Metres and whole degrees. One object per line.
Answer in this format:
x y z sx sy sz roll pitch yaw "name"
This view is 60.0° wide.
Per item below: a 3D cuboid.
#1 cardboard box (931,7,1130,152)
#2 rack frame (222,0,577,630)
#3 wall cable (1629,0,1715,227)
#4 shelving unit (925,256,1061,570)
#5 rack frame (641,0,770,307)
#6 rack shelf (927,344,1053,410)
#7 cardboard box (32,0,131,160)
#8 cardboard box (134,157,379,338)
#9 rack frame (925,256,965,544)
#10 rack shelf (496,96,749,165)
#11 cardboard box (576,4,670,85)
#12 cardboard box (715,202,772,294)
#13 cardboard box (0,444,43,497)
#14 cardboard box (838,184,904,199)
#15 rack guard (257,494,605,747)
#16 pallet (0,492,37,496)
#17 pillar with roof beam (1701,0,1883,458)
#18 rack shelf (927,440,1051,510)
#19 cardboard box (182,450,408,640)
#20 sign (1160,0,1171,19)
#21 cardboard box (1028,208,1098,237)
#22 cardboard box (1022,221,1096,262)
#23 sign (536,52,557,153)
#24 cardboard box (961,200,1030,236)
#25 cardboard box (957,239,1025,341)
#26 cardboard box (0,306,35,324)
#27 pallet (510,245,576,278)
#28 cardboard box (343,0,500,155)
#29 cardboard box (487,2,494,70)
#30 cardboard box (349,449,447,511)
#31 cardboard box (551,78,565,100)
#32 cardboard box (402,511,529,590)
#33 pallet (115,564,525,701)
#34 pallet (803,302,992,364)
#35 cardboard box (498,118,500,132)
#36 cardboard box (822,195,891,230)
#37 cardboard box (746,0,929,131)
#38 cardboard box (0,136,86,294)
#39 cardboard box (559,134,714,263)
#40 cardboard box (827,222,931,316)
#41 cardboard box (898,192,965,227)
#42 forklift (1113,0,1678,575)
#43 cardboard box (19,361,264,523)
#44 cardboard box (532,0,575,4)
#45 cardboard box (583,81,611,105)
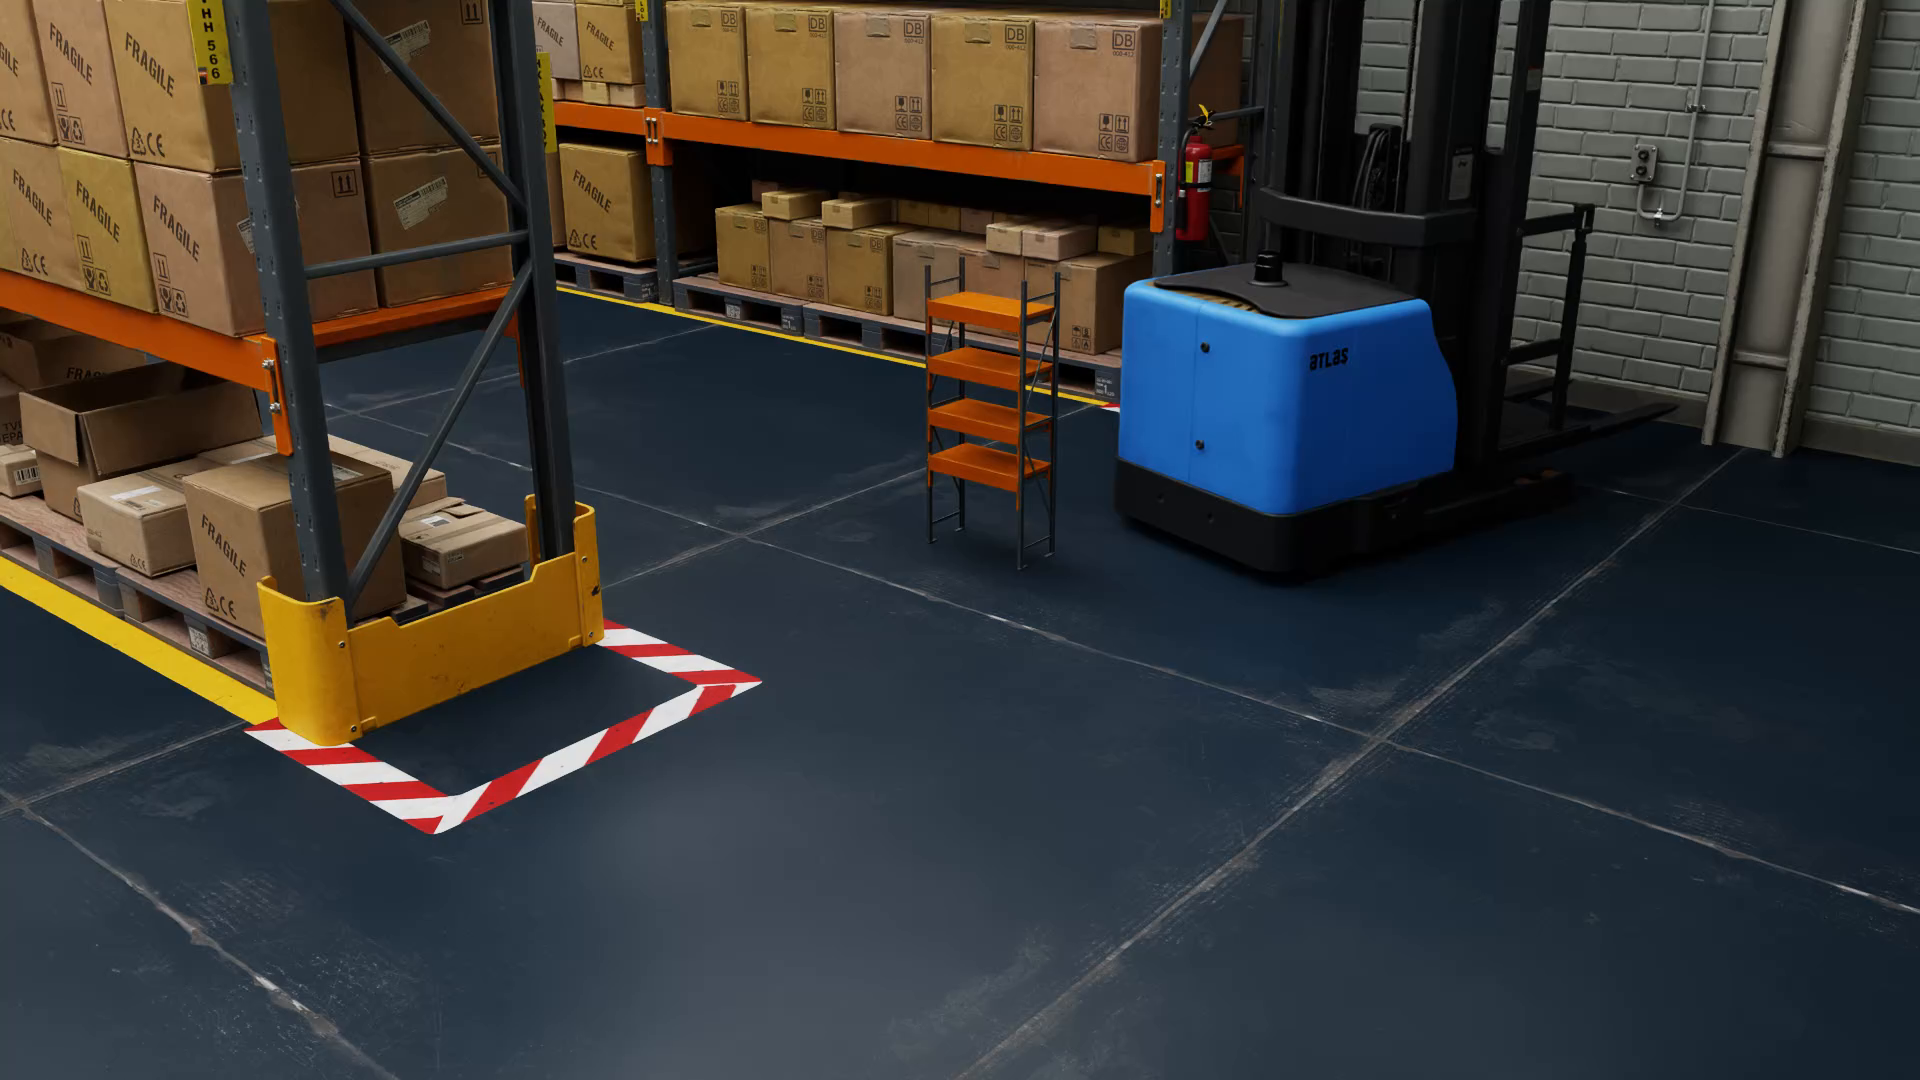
0.413 -2.671 9.574 0.700 0.700 0.980 16 26 36 "cardboard box"
-1.744 -0.905 5.317 0.127 3.000 1.000 16 26 36 "rack frame"
2.975 -2.708 8.659 1.851 1.984 0.084 16 26 36 "wall cable"
0.128 -0.524 6.859 0.503 1.200 0.258 16 26 36 "shelving unit"
-1.714 -3.152 11.276 0.127 3.000 1.000 16 26 36 "rack frame"
0.128 -0.671 6.803 0.480 0.148 0.258 16 26 36 "rack shelf"
-2.655 -1.556 5.485 0.500 0.500 0.500 17 26 38 "cardboard box"
-2.263 -0.977 5.367 0.500 0.500 0.500 17 27 38 "cardboard box"
-0.061 -0.579 7.003 0.015 1.200 0.240 16 26 36 "rack frame"
-3.263 -3.262 12.587 4.000 0.370 1.077 16 26 36 "rack shelf"
-2.231 -3.382 11.293 0.500 0.500 0.500 16 26 35 "cardboard box"
-1.199 -1.984 11.127 0.500 0.500 0.700 16 26 37 "cardboard box"
-3.978 -0.334 7.196 0.250 0.166 0.380 16 26 36 "cardboard box"
-0.572 -2.199 10.776 0.250 0.149 0.380 15 25 35 "cardboard box"
-1.803 0.248 5.803 0.348 0.500 1.175 16 26 36 "rack guard"
-4.312 -0.339 7.768 1.213 0.211 1.003 16 26 36 "pallet"
1.302 -3.524 3.760 0.400 9.000 9.100 16 26 36 "pillar with roof beam"
0.128 -0.276 6.952 0.480 0.148 0.258 16 26 36 "rack shelf"
-2.321 0.005 5.823 0.500 0.500 0.500 16 26 36 "cardboard box"
1.031 -2.767 8.279 0.005 0.325 0.100 16 26 36 "sign"
0.610 -1.859 9.874 0.250 0.149 0.380 16 26 36 "cardboard box"
0.565 -1.698 9.448 0.250 0.149 0.380 16 26 36 "cardboard box"
-1.401 -1.458 5.558 0.005 0.325 0.100 16 26 36 "sign"
0.219 -1.971 10.173 0.250 0.149 0.380 17 26 37 "cardboard box"
0.392 -1.527 9.915 0.500 0.500 0.700 16 26 36 "cardboard box"
-5.064 -1.008 8.510 0.500 0.500 0.500 15 25 34 "cardboard box"
-3.309 -2.271 12.892 1.213 0.211 1.003 16 26 36 "pallet"
-1.921 -1.591 5.576 0.500 0.500 0.500 17 27 38 "cardboard box"
-3.016 -3.607 11.891 0.500 0.500 0.500 16 26 36 "cardboard box"
-2.373 -0.135 6.547 0.500 0.250 0.500 16 26 36 "cardboard box"
-2.779 -3.205 11.744 0.250 0.149 0.380 16 26 36 "cardboard box"
-1.851 0.036 6.239 0.250 0.149 0.380 16 26 36 "cardboard box"
-2.421 0.205 6.325 1.213 0.211 1.003 16 26 36 "pallet"
-0.225 -1.384 10.540 1.213 0.211 1.003 16 26 36 "pallet"
-3.651 -2.838 12.895 0.750 0.750 0.750 16 26 36 "cardboard box"
-0.645 -2.045 10.369 0.250 0.149 0.380 15 25 35 "cardboard box"
-0.742 -3.003 10.455 0.700 0.700 0.980 15 25 35 "cardboard box"
-3.051 -1.205 5.970 0.500 0.500 0.500 16 26 37 "cardboard box"
-2.300 -2.452 11.872 0.750 0.750 0.750 16 26 37 "cardboard box"
-0.416 -1.756 10.522 0.500 0.500 0.700 17 26 37 "cardboard box"
-0.176 -2.085 10.474 0.250 0.149 0.380 16 26 35 "cardboard box"
2.171 -1.620 7.310 3.031 2.935 1.130 -14 25 -33 "forklift"
-3.384 -0.417 6.938 0.637 0.503 0.797 16 26 36 "cardboard box"
-2.627 -3.850 11.471 0.500 0.250 0.500 17 26 37 "cardboard box"
-2.365 -3.092 11.444 0.250 0.149 0.380 17 26 37 "cardboard box"
